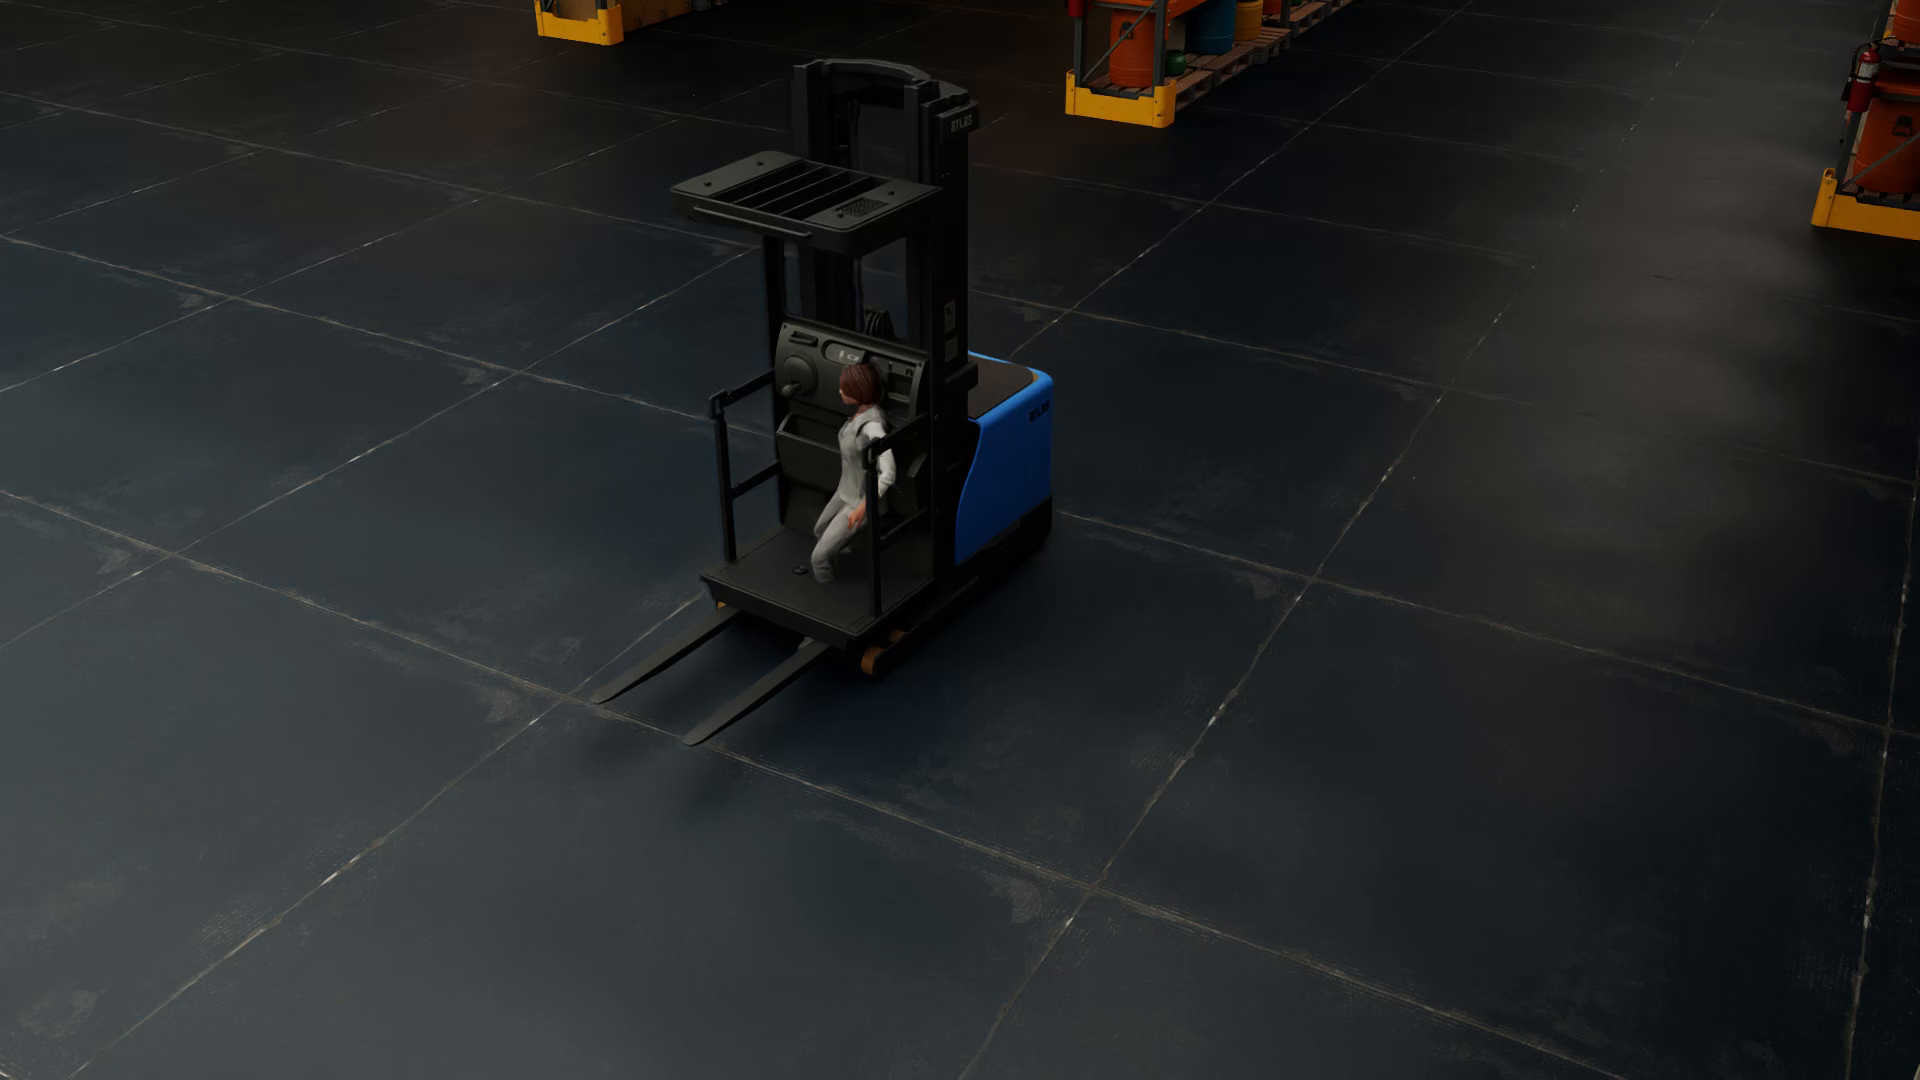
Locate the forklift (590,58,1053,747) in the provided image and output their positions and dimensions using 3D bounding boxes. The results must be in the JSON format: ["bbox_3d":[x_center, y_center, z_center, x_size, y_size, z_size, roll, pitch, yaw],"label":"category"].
[{"bbox_3d":[-0.696,-0.819,8.490,1.130,2.935,3.031,19,35,29],"label":"forklift"}]

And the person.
[{"bbox_3d":[-0.646,-0.218,8.904,0.569,1.557,0.731,-4,30,-7],"label":"person"}]
